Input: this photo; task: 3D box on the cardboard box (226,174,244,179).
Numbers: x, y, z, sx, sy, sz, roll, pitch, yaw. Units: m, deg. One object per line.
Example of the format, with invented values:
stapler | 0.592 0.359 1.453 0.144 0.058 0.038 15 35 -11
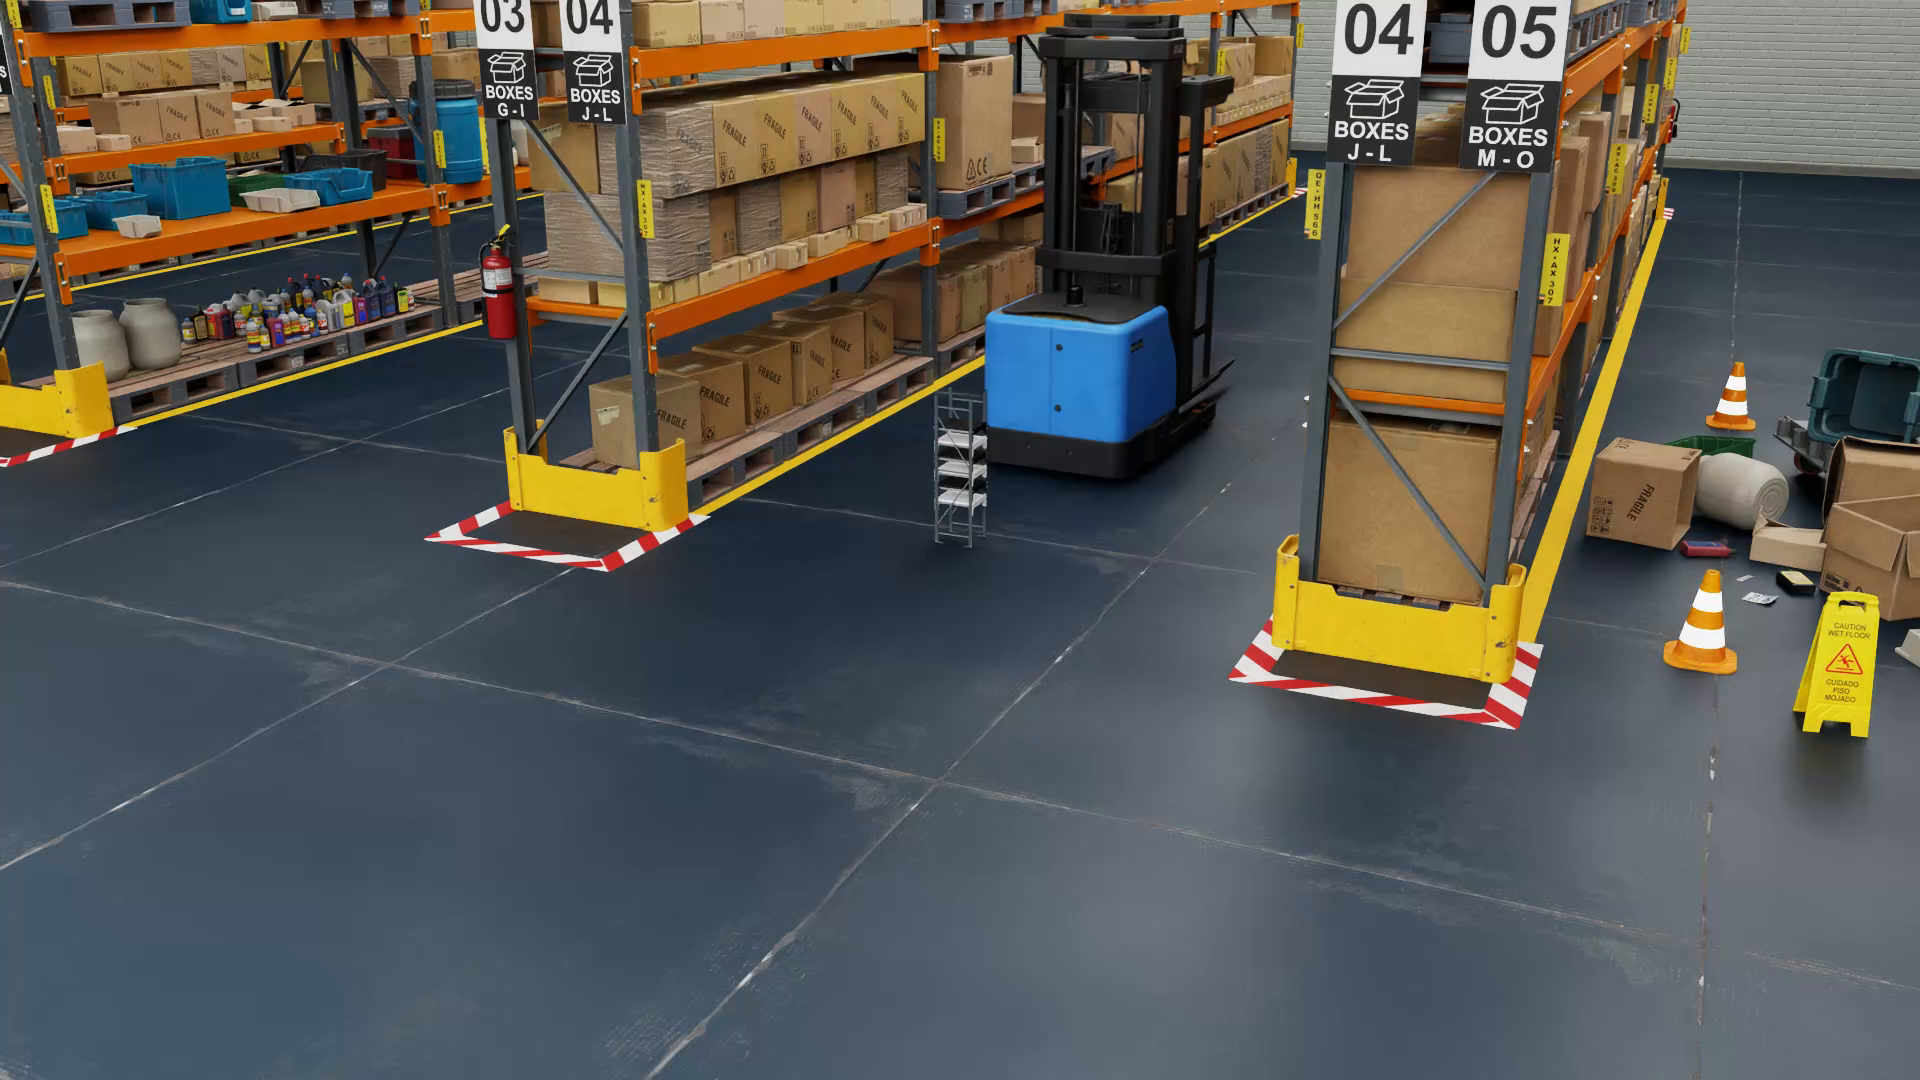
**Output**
cardboard box | -8.752 -4.256 20.100 0.500 0.311 0.500 8 21 21

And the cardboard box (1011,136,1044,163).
cardboard box | 0.537 -3.598 15.184 0.396 0.266 0.258 8 21 21

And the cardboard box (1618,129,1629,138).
cardboard box | 5.838 -3.639 15.029 0.380 0.149 0.250 10 22 25

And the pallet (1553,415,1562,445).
pallet | 4.067 -1.009 12.490 1.003 0.211 1.213 9 21 23

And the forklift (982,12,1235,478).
forklift | 1.254 -2.236 11.882 1.130 2.935 3.031 9 22 25

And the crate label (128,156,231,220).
crate label | -6.314 -2.861 13.484 0.502 0.435 0.616 9 21 23

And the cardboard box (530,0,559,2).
cardboard box | -2.473 -3.223 9.708 0.380 0.149 0.250 9 21 23

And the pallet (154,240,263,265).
pallet | -8.936 -3.439 19.325 1.003 0.211 1.213 9 21 23

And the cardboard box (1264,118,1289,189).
cardboard box | 4.061 -5.446 23.351 0.875 0.875 0.875 9 21 23

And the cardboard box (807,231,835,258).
cardboard box | -1.112 -2.107 11.791 0.380 0.149 0.250 9 21 23

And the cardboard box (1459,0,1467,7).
cardboard box | 2.425 -2.853 8.637 0.380 0.149 0.250 8 21 22

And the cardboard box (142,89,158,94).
cardboard box | -11.736 -6.407 23.852 0.380 0.149 0.250 9 21 24

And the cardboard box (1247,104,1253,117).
cardboard box | 3.567 -5.556 21.490 0.380 0.149 0.250 9 21 23

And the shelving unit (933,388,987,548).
shelving unit | 0.003 -0.426 9.825 0.258 0.900 0.210 9 21 23

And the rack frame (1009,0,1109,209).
rack frame | 0.974 -4.011 16.770 1.000 3.000 0.127 9 21 23

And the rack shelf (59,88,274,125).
rack shelf | -11.764 -6.322 24.343 1.077 0.370 4.000 9 21 23

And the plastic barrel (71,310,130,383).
plastic barrel | -6.621 -1.482 12.746 0.421 0.512 0.421 0 20 0

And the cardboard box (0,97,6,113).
cardboard box | -9.719 -4.313 16.503 0.380 0.149 0.250 8 21 22

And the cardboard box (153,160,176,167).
cardboard box | -11.798 -5.708 24.125 0.750 0.750 0.750 8 21 22

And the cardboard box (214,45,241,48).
cardboard box | -11.121 -7.489 24.810 0.500 0.250 0.500 9 21 24

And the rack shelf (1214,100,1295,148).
rack shelf | 3.431 -5.506 22.047 1.077 0.370 4.000 9 21 23

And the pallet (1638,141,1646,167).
pallet | 6.231 -3.820 16.519 1.003 0.211 1.213 9 21 23

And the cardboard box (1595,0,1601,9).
cardboard box | 3.027 -2.763 8.384 0.380 0.149 0.250 9 21 23

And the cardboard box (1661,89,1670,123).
cardboard box | 7.963 -5.127 19.316 0.500 0.500 0.500 8 21 22

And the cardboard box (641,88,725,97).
cardboard box | -1.896 -2.732 11.088 0.500 0.500 0.500 9 21 23

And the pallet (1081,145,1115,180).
pallet | 0.779 -3.688 16.148 1.213 0.211 1.003 9 21 23

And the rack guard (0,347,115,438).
rack guard | -6.833 -1.097 12.306 1.175 0.500 0.348 9 21 23

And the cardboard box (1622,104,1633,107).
cardboard box | 6.144 -4.011 15.632 0.380 0.149 0.250 8 21 20

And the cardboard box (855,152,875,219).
cardboard box | -1.142 -2.698 12.485 0.875 0.500 0.500 9 21 23

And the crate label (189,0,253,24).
crate label | -5.753 -4.115 12.808 0.502 0.251 0.408 9 21 23

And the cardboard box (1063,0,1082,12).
cardboard box | 0.812 -5.021 15.357 0.500 0.250 0.500 8 21 23

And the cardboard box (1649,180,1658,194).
cardboard box | 8.379 -4.357 20.484 0.380 0.149 0.250 9 22 25

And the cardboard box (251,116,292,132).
cardboard box | -8.179 -4.940 19.757 0.380 0.149 0.250 9 21 23

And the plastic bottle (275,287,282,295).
plastic bottle | -6.075 -2.103 14.802 0.061 0.283 0.133 10 22 25

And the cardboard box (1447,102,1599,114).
cardboard box | 3.637 -2.548 10.821 0.875 0.550 0.550 9 21 23

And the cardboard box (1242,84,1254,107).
cardboard box | 3.458 -5.721 21.359 0.500 0.250 0.500 9 22 24

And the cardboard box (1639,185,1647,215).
cardboard box | 7.021 -3.633 17.692 0.500 0.250 0.500 8 21 21

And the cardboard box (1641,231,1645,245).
cardboard box | 7.537 -3.444 18.804 0.380 0.149 0.250 8 21 20

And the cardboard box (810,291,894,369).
cardboard box | -0.865 -1.691 13.351 0.500 0.500 0.500 8 21 21

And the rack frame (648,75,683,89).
rack frame | -3.545 -4.690 18.680 1.000 3.000 0.127 9 21 23

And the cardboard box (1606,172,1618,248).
cardboard box | 4.486 -2.402 12.096 0.500 0.500 0.500 9 21 23

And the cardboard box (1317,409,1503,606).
cardboard box | 2.399 -0.267 8.786 0.875 0.875 0.875 9 21 23

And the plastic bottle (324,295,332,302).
plastic bottle | -5.499 -2.007 14.534 0.061 0.283 0.133 9 21 23

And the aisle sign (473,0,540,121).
aisle sign | -2.601 -2.812 9.520 0.394 0.787 0.004 9 21 23

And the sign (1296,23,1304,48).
sign | 4.739 -7.035 23.191 0.100 0.325 0.005 9 21 23

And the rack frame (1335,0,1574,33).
rack frame | 2.181 -3.680 6.887 1.000 3.000 0.127 9 21 23

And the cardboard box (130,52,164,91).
cardboard box | -11.724 -6.670 23.624 0.500 0.500 0.500 8 21 22

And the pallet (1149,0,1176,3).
pallet | 1.644 -5.881 17.835 1.003 0.211 1.213 10 22 25

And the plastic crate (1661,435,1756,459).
plastic crate | 4.943 -0.546 11.137 0.662 0.188 0.450 -14 14 -33

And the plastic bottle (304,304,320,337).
plastic bottle | -5.530 -1.875 14.180 0.097 0.271 0.097 0 20 0

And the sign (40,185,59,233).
sign | -6.321 -2.298 11.542 0.100 0.325 0.005 9 21 23

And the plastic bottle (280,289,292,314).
plastic bottle | -5.995 -2.092 14.789 0.097 0.271 0.097 0 20 0

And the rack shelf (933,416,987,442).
rack shelf | 0.003 -0.649 9.746 0.258 0.077 0.200 9 21 23
